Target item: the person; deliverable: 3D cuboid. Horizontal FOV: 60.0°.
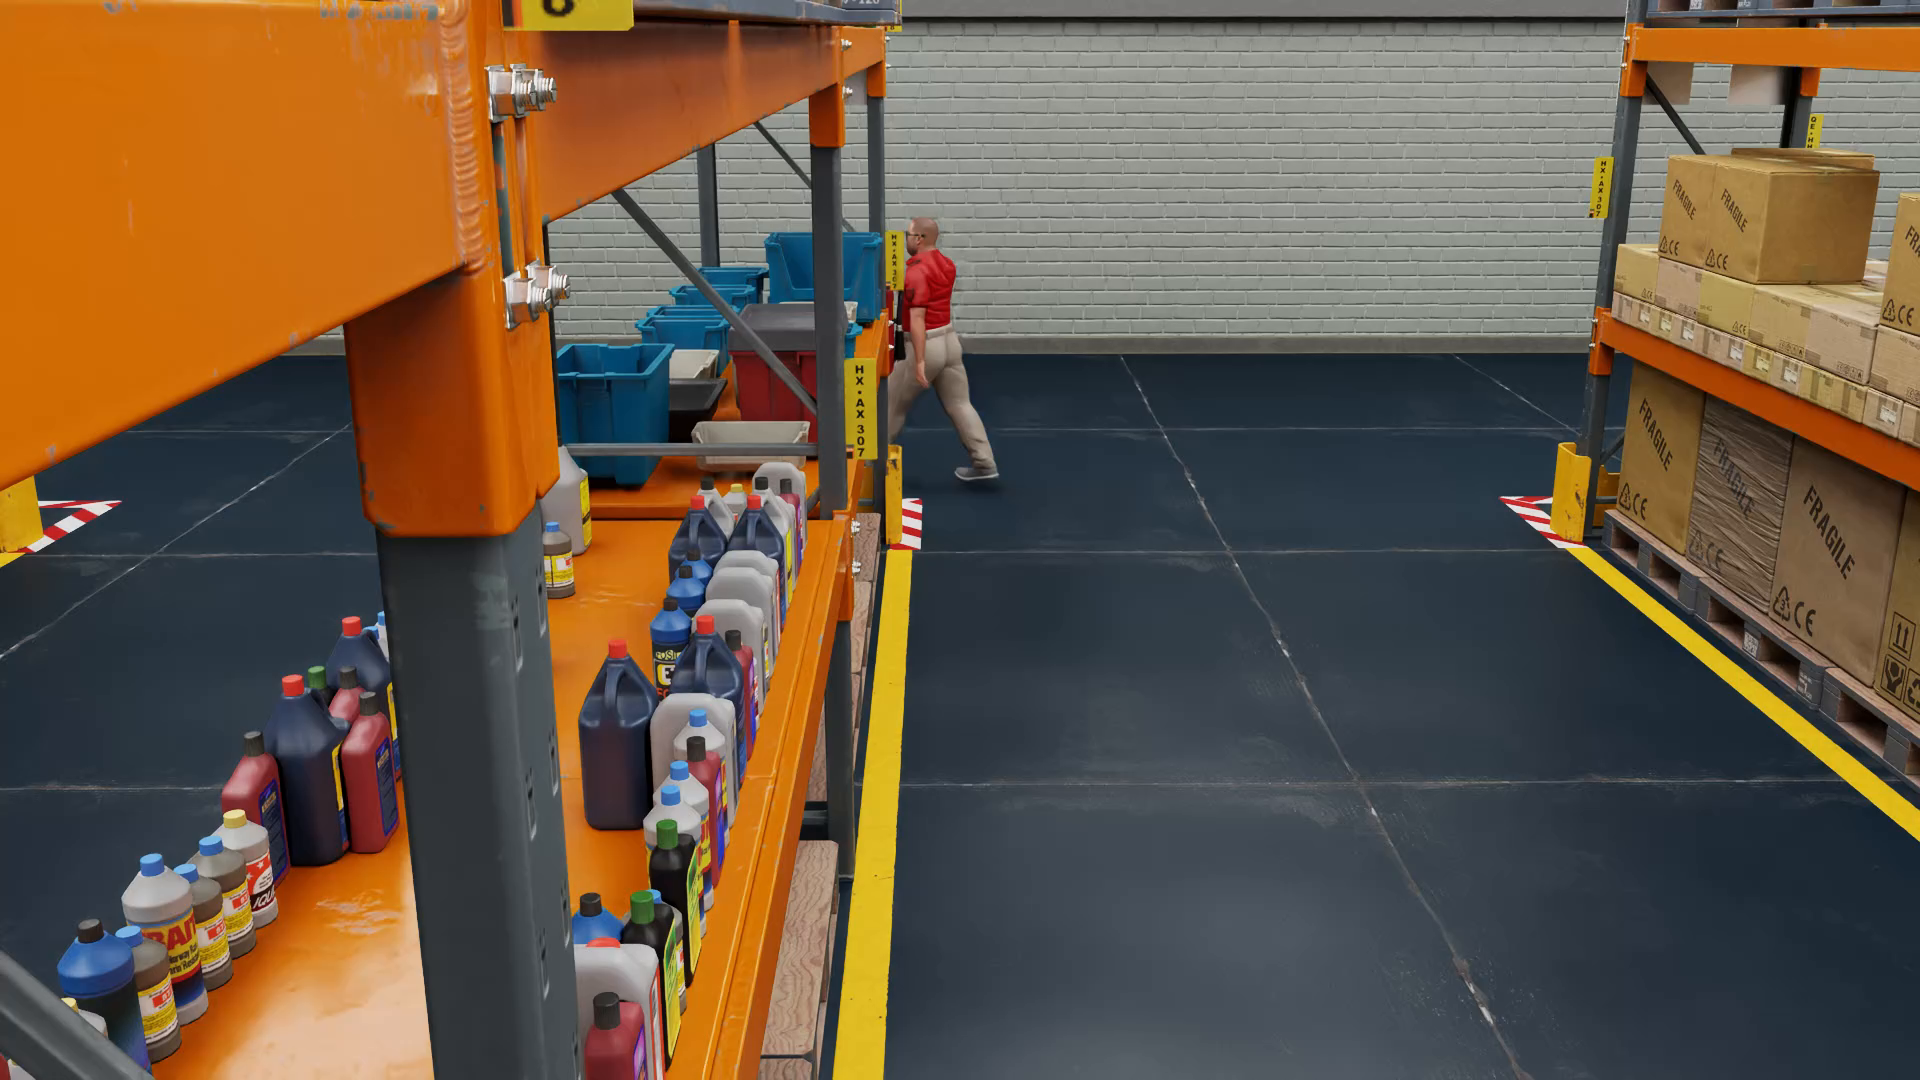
[{"bbox_3d":[-0.277,-1.206,10.492,1.093,1.657,0.570,11,20,32],"label":"person"}]
